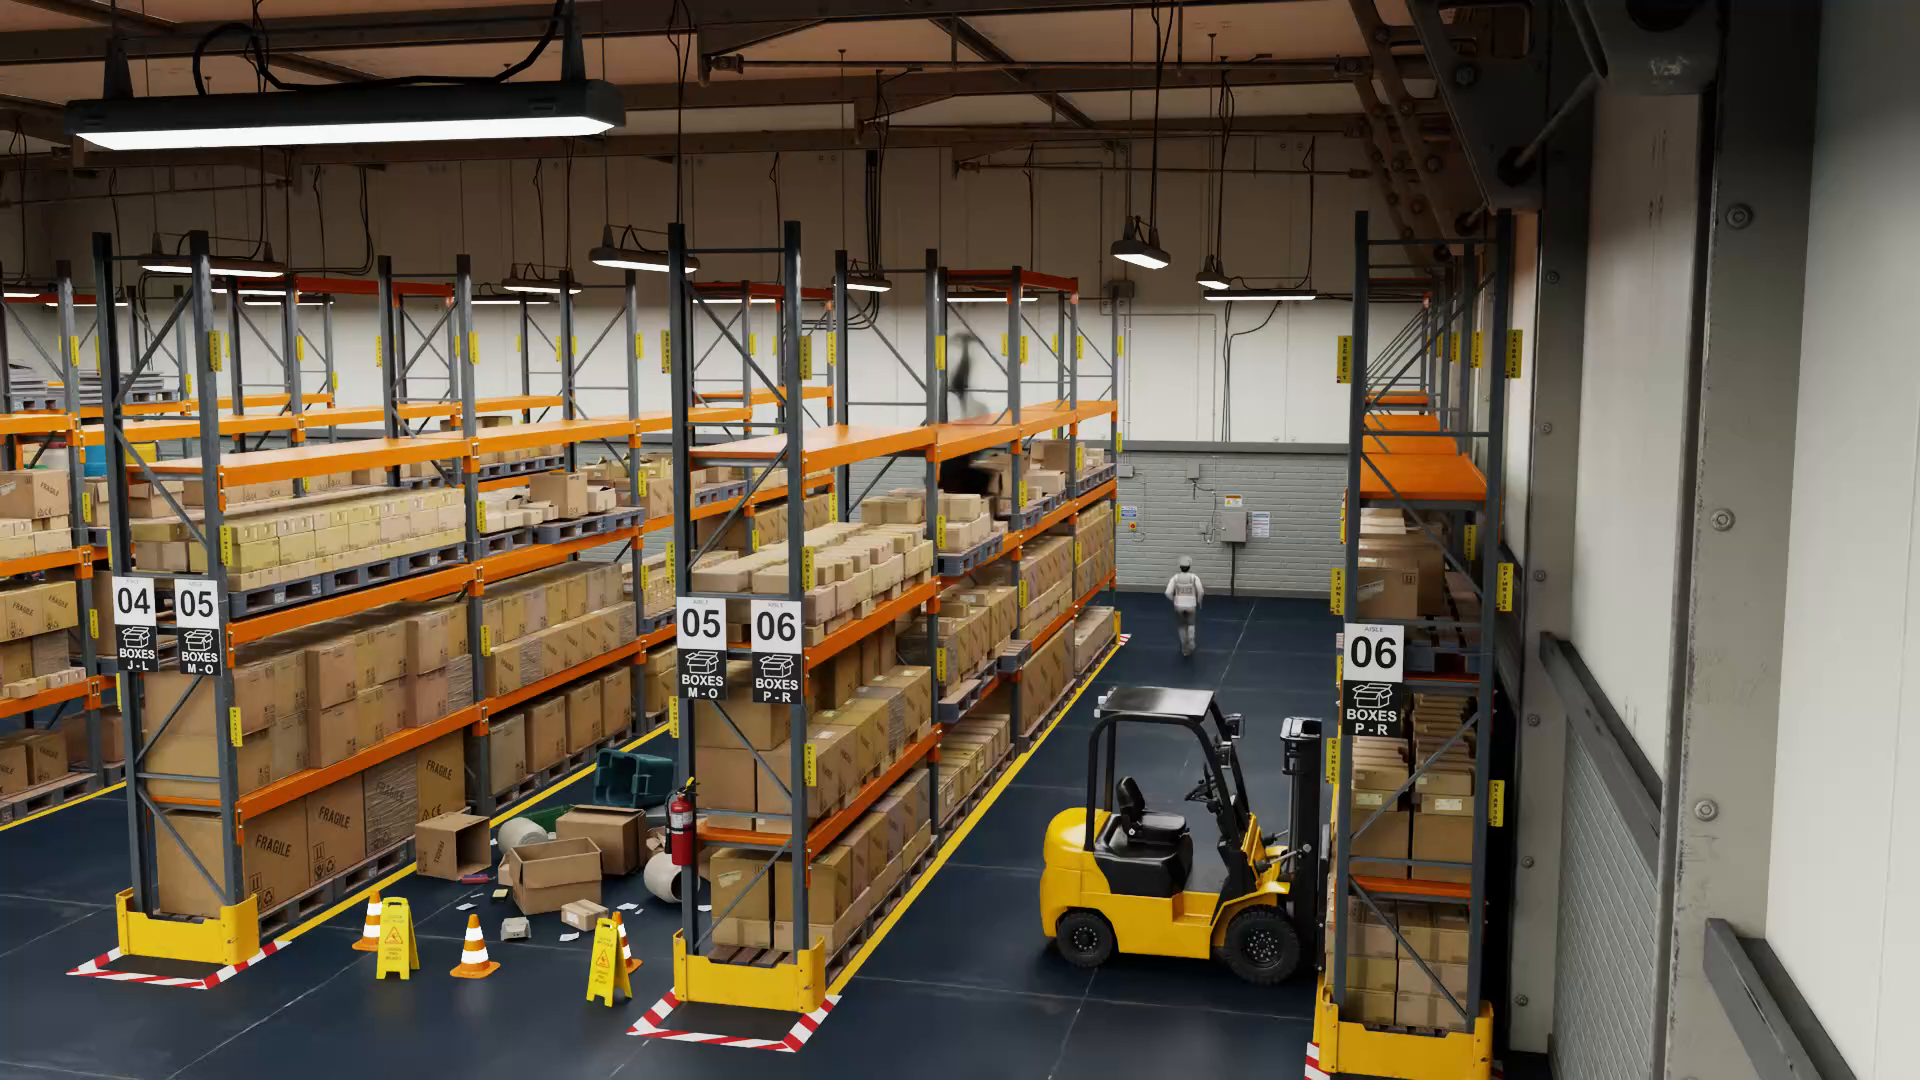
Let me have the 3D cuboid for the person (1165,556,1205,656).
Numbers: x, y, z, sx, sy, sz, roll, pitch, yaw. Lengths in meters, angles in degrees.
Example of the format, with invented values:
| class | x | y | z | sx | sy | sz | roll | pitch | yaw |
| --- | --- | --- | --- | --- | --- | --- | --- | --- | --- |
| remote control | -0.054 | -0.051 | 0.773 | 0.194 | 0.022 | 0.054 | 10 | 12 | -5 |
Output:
| class | x | y | z | sx | sy | sz | roll | pitch | yaw |
| --- | --- | --- | --- | --- | --- | --- | --- | --- | --- |
| person | 3.639 | 1.081 | 26.918 | 0.630 | 1.656 | 0.560 | 1 | 7 | 8 |
